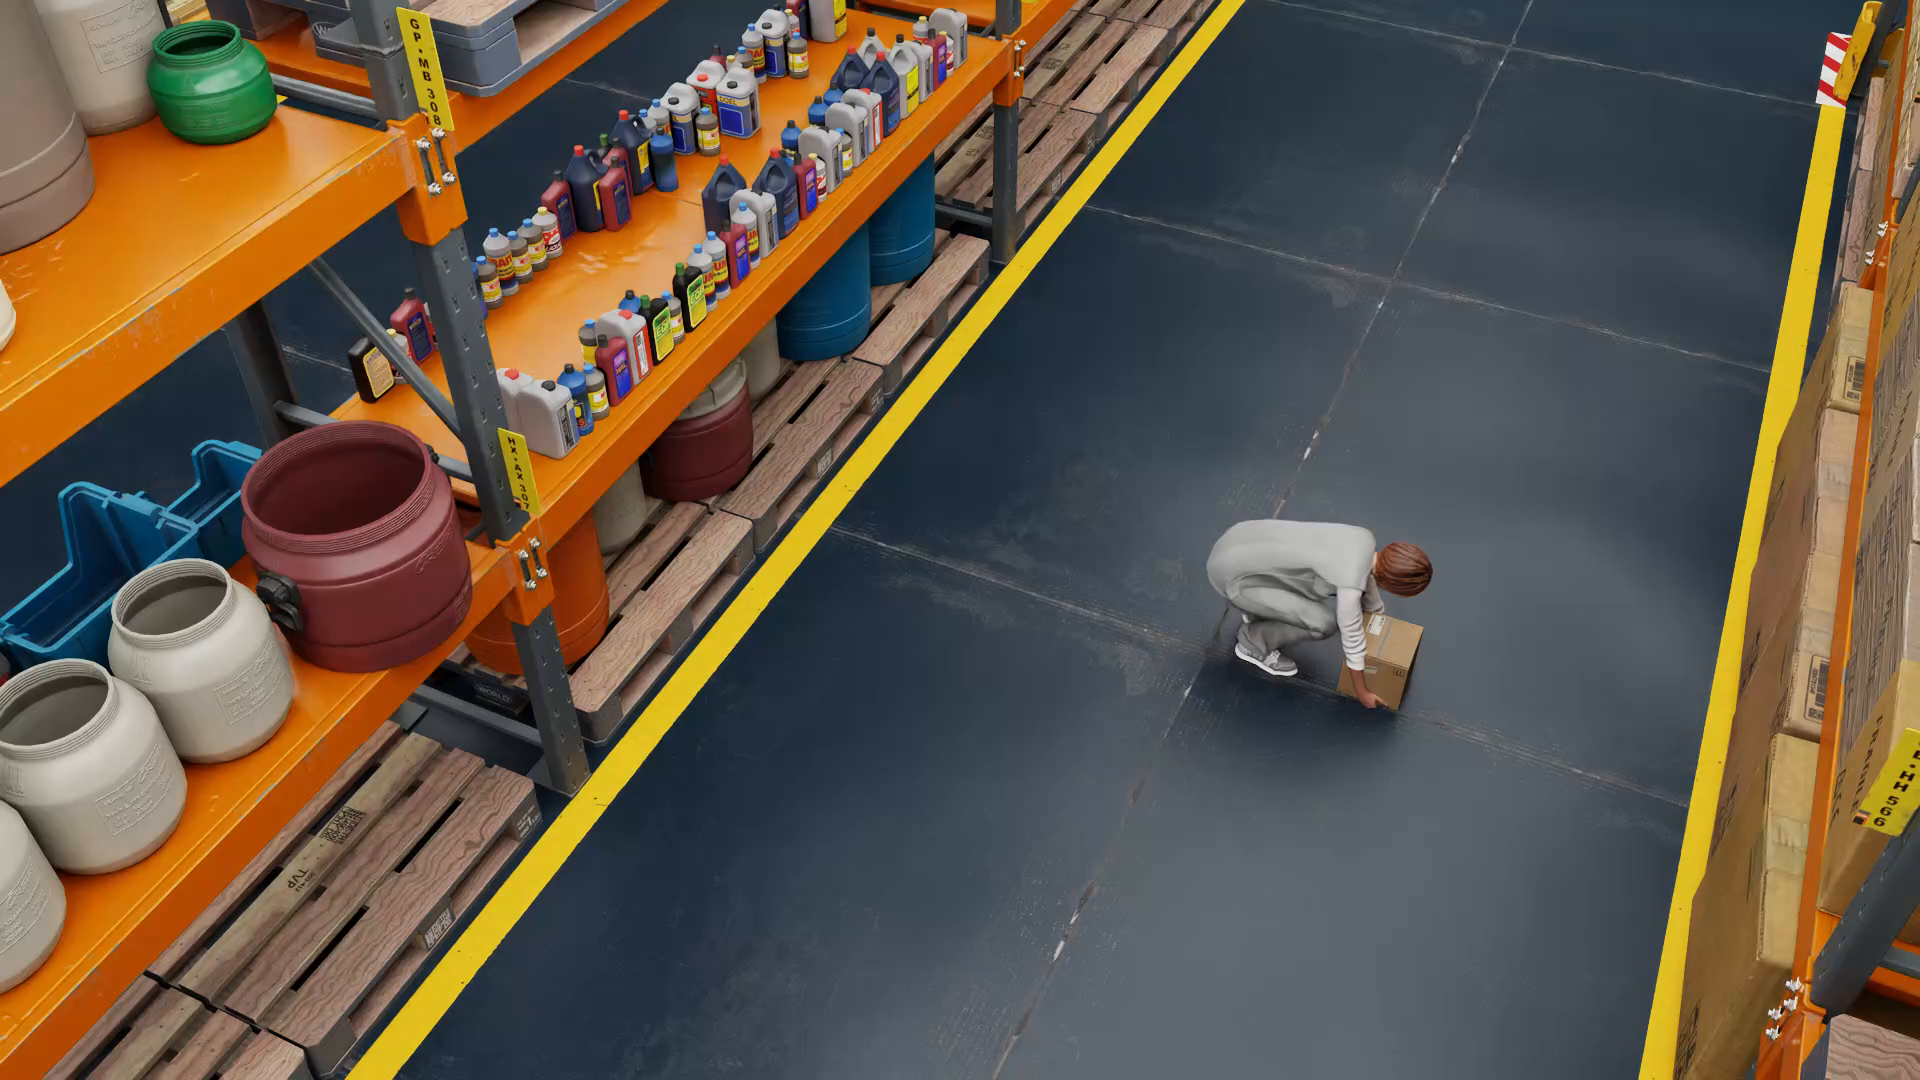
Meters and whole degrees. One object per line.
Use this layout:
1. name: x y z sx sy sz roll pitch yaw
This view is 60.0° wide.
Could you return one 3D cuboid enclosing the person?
1. person: 1.397 0.232 6.617 0.850 0.724 0.423 17 45 17
